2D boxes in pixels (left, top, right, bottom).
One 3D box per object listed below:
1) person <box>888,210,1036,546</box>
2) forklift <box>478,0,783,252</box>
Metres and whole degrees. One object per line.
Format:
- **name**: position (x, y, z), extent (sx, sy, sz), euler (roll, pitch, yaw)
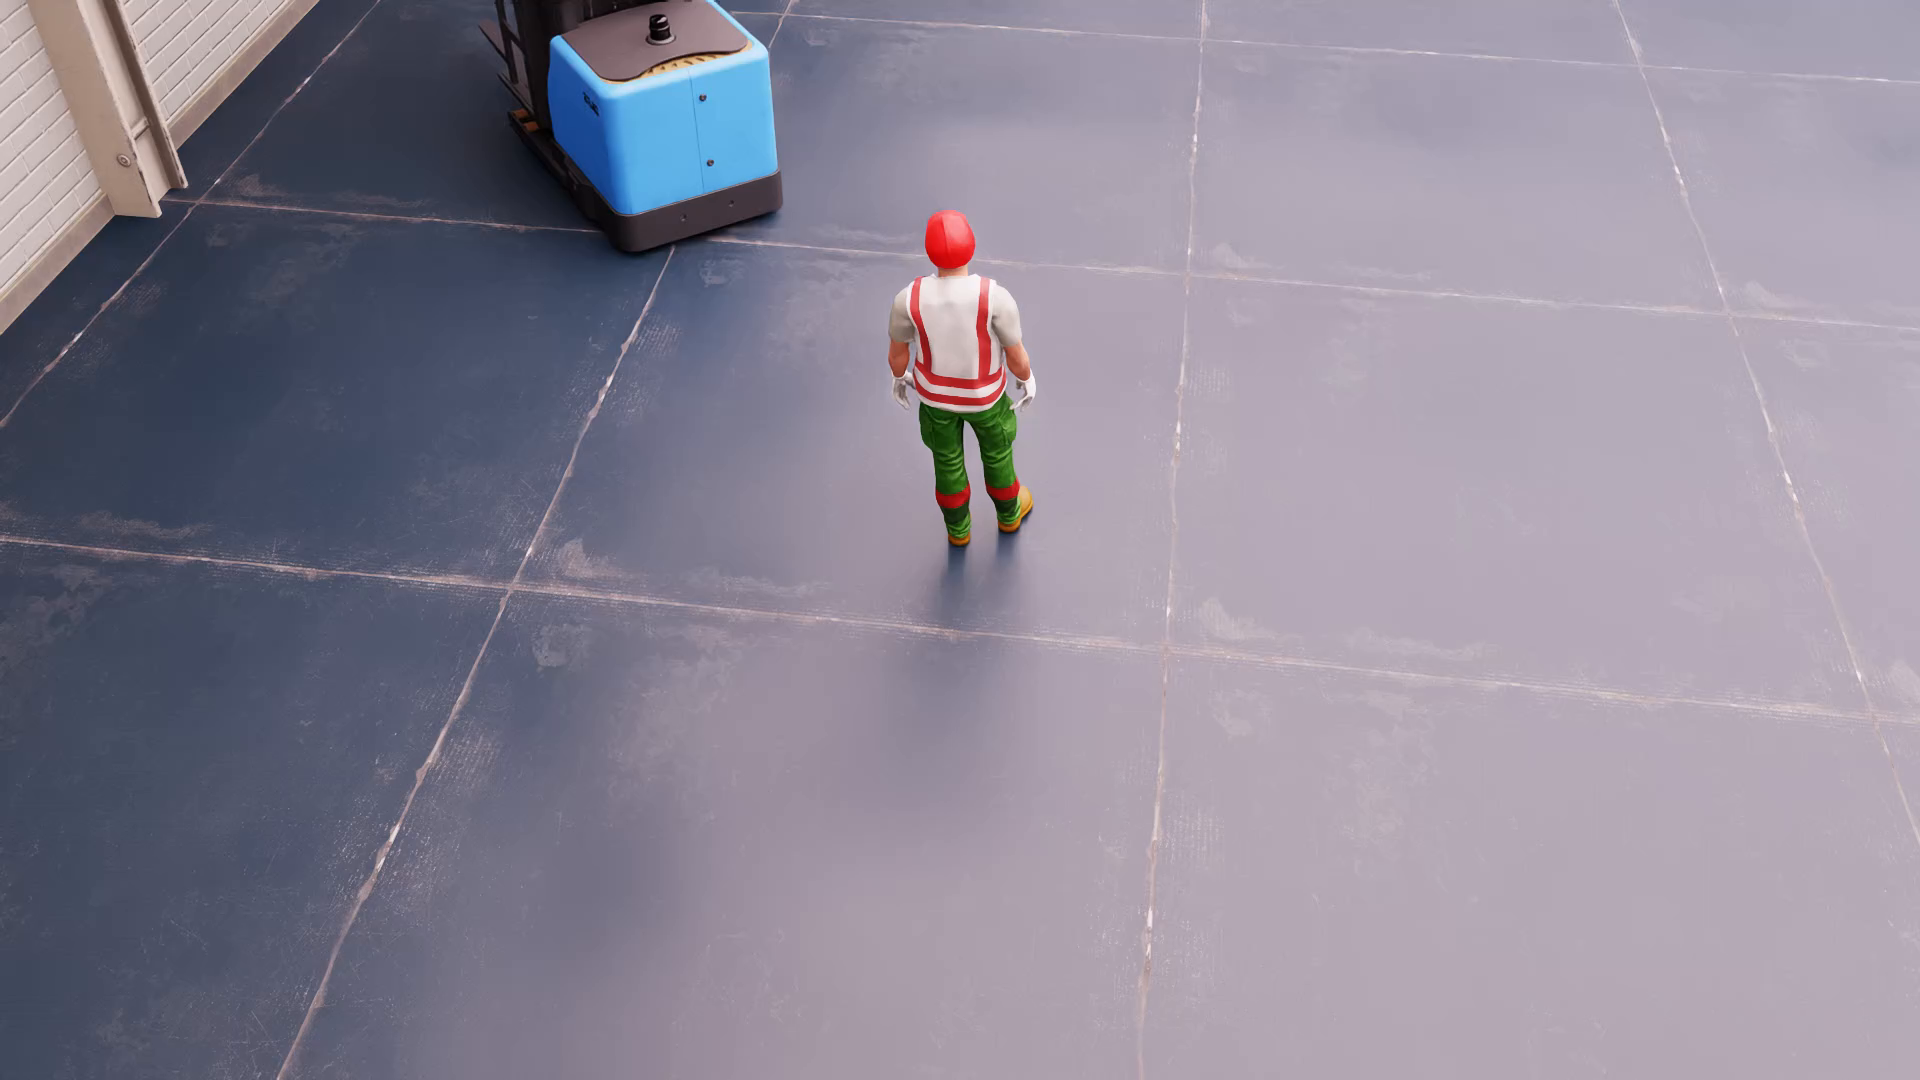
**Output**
- **person**: position (0.021, -0.717, 7.339), extent (0.638, 1.789, 0.562), euler (5, 43, 6)
- **forklift**: position (-2.251, -3.722, 9.776), extent (1.130, 2.935, 3.031), euler (-22, 47, -22)
